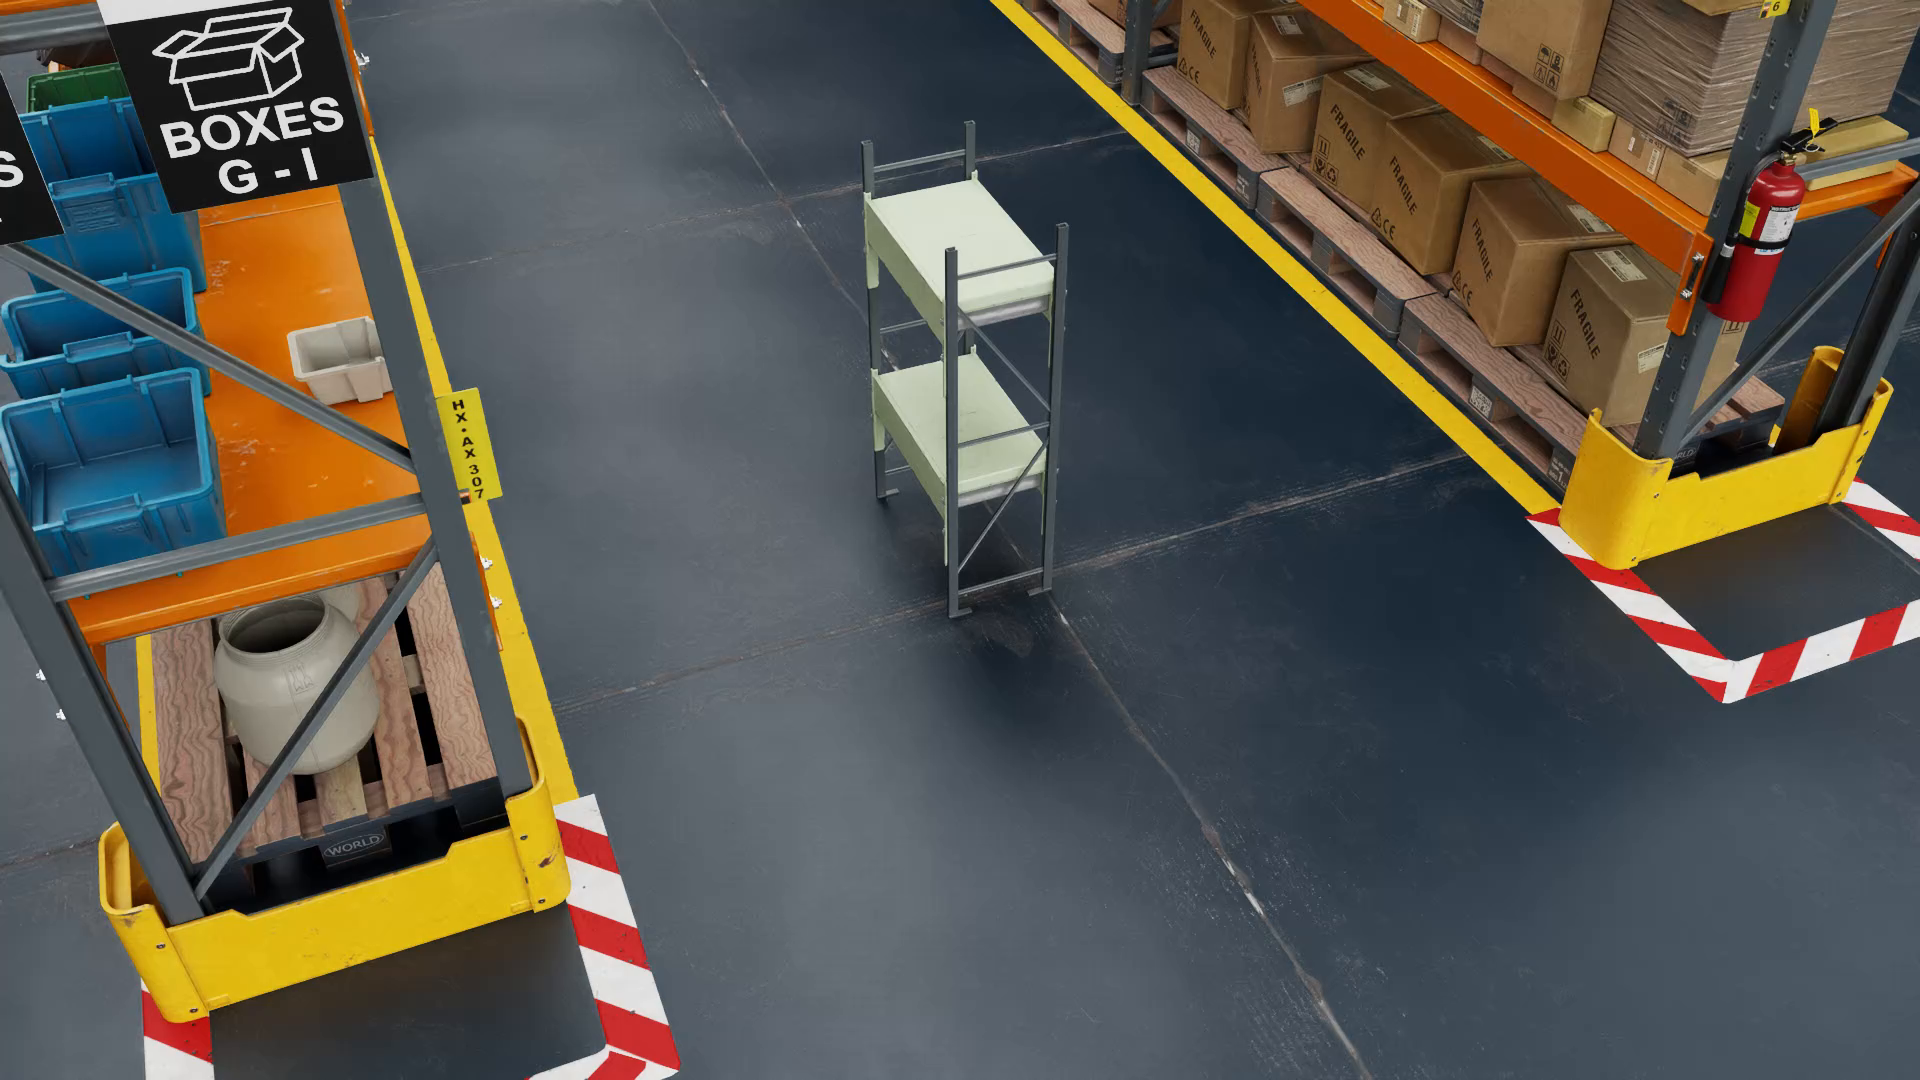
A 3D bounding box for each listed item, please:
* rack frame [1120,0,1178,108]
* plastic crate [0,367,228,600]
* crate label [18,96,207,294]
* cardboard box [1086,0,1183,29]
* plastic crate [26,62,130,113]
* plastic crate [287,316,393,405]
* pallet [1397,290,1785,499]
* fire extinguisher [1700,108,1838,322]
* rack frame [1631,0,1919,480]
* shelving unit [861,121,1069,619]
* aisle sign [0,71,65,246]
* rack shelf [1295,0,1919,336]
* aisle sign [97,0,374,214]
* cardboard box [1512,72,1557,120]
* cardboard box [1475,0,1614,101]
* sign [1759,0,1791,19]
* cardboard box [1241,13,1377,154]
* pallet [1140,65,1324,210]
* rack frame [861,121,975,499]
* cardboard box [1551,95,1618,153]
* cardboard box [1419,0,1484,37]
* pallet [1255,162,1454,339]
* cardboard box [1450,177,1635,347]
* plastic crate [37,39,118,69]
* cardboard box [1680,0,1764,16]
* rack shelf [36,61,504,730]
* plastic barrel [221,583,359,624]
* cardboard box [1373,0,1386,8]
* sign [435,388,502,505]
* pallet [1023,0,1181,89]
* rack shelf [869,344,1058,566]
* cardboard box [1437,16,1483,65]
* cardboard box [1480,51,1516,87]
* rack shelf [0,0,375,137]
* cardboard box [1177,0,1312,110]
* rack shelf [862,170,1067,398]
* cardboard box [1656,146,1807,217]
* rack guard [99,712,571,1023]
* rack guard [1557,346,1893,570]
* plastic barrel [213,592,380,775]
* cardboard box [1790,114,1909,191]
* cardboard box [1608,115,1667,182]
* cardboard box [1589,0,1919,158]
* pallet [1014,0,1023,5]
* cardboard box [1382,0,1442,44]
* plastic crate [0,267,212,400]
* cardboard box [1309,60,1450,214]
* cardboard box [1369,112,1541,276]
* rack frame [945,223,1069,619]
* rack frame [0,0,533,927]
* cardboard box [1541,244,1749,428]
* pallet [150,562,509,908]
[{"bbox_3d":[1.357,-3.627,8.167,1.000,3.000,0.127,-15,43,-17],"label":"rack frame"},{"bbox_3d":[-2.156,-0.152,4.241,0.499,0.251,0.616,-15,43,-17],"label":"plastic crate"},{"bbox_3d":[-2.642,-1.037,5.128,0.502,0.435,0.616,-15,43,-17],"label":"crate label"},{"bbox_3d":[1.142,-3.221,9.275,0.700,0.500,0.500,-18,44,-20],"label":"cardboard box"},{"bbox_3d":[-2.960,-1.423,5.767,0.450,0.188,0.662,-15,43,-17],"label":"plastic crate"},{"bbox_3d":[-1.733,-0.501,4.735,0.298,0.136,0.250,-15,43,-17],"label":"plastic crate"},{"bbox_3d":[2.581,-0.704,6.907,1.003,0.211,1.213,-15,43,-17],"label":"pallet"},{"bbox_3d":[2.506,-1.004,5.177,0.296,0.674,0.183,-15,43,-17],"label":"fire extinguisher"},{"bbox_3d":[2.888,-1.217,5.365,1.000,3.000,0.127,-15,43,-17],"label":"rack frame"},{"bbox_3d":[0.003,-0.565,5.756,0.431,1.500,0.755,-15,43,-17],"label":"shelving unit"},{"bbox_3d":[-1.935,-0.850,2.944,0.394,0.787,0.004,-15,43,-17],"label":"aisle sign"},{"bbox_3d":[2.123,-2.150,7.001,1.077,0.370,4.000,-15,43,-17],"label":"rack shelf"},{"bbox_3d":[-1.390,-0.997,3.115,0.394,0.787,0.004,-15,43,-17],"label":"aisle sign"},{"bbox_3d":[2.268,-1.685,6.102,0.380,0.149,0.250,-15,43,-17],"label":"cardboard box"},{"bbox_3d":[2.401,-1.978,5.944,0.875,0.500,0.500,-15,43,-17],"label":"cardboard box"},{"bbox_3d":[2.367,-1.650,4.738,0.100,0.325,0.005,-15,43,-17],"label":"sign"},{"bbox_3d":[1.700,-2.244,8.155,0.500,0.500,0.500,-3,41,-3],"label":"cardboard box"},{"bbox_3d":[1.647,-2.174,8.616,1.003,0.211,1.213,-15,43,-17],"label":"pallet"},{"bbox_3d":[-0.137,-0.785,6.013,0.400,1.500,0.023,-15,43,-17],"label":"rack frame"},{"bbox_3d":[2.350,-1.531,5.922,0.380,0.149,0.250,-15,43,-17],"label":"cardboard box"},{"bbox_3d":[2.249,-2.290,6.307,0.875,0.500,0.500,-15,43,-17],"label":"cardboard box"},{"bbox_3d":[2.118,-1.438,7.760,1.003,0.211,1.213,-15,43,-17],"label":"pallet"},{"bbox_3d":[2.404,-1.161,6.894,0.500,0.500,0.500,-5,41,-6],"label":"cardboard box"},{"bbox_3d":[-3.136,-2.021,6.347,0.767,0.338,0.504,-15,43,-17],"label":"plastic crate"},{"bbox_3d":[2.449,-2.017,5.223,0.500,0.500,0.500,-15,43,-17],"label":"cardboard box"},{"bbox_3d":[-2.453,-0.914,5.564,1.077,0.370,4.000,-15,43,-17],"label":"rack shelf"},{"bbox_3d":[-2.202,0.123,5.393,0.421,0.512,0.421,0,41,0],"label":"plastic barrel"},{"bbox_3d":[1.886,-2.288,6.802,0.380,0.149,0.250,-15,43,-17],"label":"cardboard box"},{"bbox_3d":[-1.178,-0.221,3.995,0.100,0.325,0.005,-15,43,-17],"label":"sign"},{"bbox_3d":[1.058,-3.038,9.621,1.003,0.211,1.213,-15,43,-17],"label":"pallet"},{"bbox_3d":[0.003,-0.317,5.969,0.431,0.370,0.720,-15,43,-17],"label":"rack shelf"},{"bbox_3d":[2.095,-1.991,6.458,0.380,0.149,0.250,-15,43,-17],"label":"cardboard box"},{"bbox_3d":[2.211,-1.846,6.289,0.380,0.149,0.250,-15,43,-17],"label":"cardboard box"},{"bbox_3d":[-2.453,-2.051,4.586,1.077,0.370,4.000,-15,43,-17],"label":"rack shelf"},{"bbox_3d":[1.473,-2.588,8.554,0.500,0.500,0.500,-16,43,-18],"label":"cardboard box"},{"bbox_3d":[0.003,-0.861,5.502,0.431,0.370,0.720,-15,43,-17],"label":"rack shelf"},{"bbox_3d":[2.588,-1.242,5.587,0.380,0.149,0.250,-15,43,-17],"label":"cardboard box"},{"bbox_3d":[-1.761,0.932,4.783,1.175,0.500,0.348,-15,43,-17],"label":"rack guard"},{"bbox_3d":[2.859,-0.315,6.233,1.175,0.500,0.348,-15,43,-17],"label":"rack guard"},{"bbox_3d":[-2.011,0.425,5.041,0.421,0.512,0.421,0,41,0],"label":"plastic barrel"},{"bbox_3d":[2.999,-1.353,5.716,0.380,0.149,0.250,-15,43,-17],"label":"cardboard box"},{"bbox_3d":[2.493,-1.393,5.762,0.380,0.149,0.250,-15,43,-17],"label":"cardboard box"},{"bbox_3d":[2.703,-1.706,5.629,0.875,0.500,0.500,-15,43,-17],"label":"cardboard box"},{"bbox_3d":[0.587,-3.774,10.477,1.003,0.211,1.213,-15,43,-17],"label":"pallet"},{"bbox_3d":[1.917,-2.120,6.607,0.380,0.149,0.250,-15,43,-17],"label":"cardboard box"},{"bbox_3d":[-2.399,-0.545,4.697,0.499,0.251,0.408,-15,43,-17],"label":"plastic crate"},{"bbox_3d":[2.010,-1.890,7.742,0.500,0.500,0.500,-19,44,-21],"label":"cardboard box"},{"bbox_3d":[2.182,-1.543,7.338,0.500,0.500,0.500,-11,42,-13],"label":"cardboard box"},{"bbox_3d":[0.143,-0.344,5.500,0.400,1.500,0.023,-15,43,-17],"label":"rack frame"},{"bbox_3d":[-1.688,0.018,3.928,1.000,3.000,0.127,-15,43,-17],"label":"rack frame"},{"bbox_3d":[2.664,-0.809,6.486,0.500,0.500,0.500,-8,41,-9],"label":"cardboard box"},{"bbox_3d":[-2.067,0.551,5.448,1.003,0.211,1.213,-15,43,-17],"label":"pallet"}]
